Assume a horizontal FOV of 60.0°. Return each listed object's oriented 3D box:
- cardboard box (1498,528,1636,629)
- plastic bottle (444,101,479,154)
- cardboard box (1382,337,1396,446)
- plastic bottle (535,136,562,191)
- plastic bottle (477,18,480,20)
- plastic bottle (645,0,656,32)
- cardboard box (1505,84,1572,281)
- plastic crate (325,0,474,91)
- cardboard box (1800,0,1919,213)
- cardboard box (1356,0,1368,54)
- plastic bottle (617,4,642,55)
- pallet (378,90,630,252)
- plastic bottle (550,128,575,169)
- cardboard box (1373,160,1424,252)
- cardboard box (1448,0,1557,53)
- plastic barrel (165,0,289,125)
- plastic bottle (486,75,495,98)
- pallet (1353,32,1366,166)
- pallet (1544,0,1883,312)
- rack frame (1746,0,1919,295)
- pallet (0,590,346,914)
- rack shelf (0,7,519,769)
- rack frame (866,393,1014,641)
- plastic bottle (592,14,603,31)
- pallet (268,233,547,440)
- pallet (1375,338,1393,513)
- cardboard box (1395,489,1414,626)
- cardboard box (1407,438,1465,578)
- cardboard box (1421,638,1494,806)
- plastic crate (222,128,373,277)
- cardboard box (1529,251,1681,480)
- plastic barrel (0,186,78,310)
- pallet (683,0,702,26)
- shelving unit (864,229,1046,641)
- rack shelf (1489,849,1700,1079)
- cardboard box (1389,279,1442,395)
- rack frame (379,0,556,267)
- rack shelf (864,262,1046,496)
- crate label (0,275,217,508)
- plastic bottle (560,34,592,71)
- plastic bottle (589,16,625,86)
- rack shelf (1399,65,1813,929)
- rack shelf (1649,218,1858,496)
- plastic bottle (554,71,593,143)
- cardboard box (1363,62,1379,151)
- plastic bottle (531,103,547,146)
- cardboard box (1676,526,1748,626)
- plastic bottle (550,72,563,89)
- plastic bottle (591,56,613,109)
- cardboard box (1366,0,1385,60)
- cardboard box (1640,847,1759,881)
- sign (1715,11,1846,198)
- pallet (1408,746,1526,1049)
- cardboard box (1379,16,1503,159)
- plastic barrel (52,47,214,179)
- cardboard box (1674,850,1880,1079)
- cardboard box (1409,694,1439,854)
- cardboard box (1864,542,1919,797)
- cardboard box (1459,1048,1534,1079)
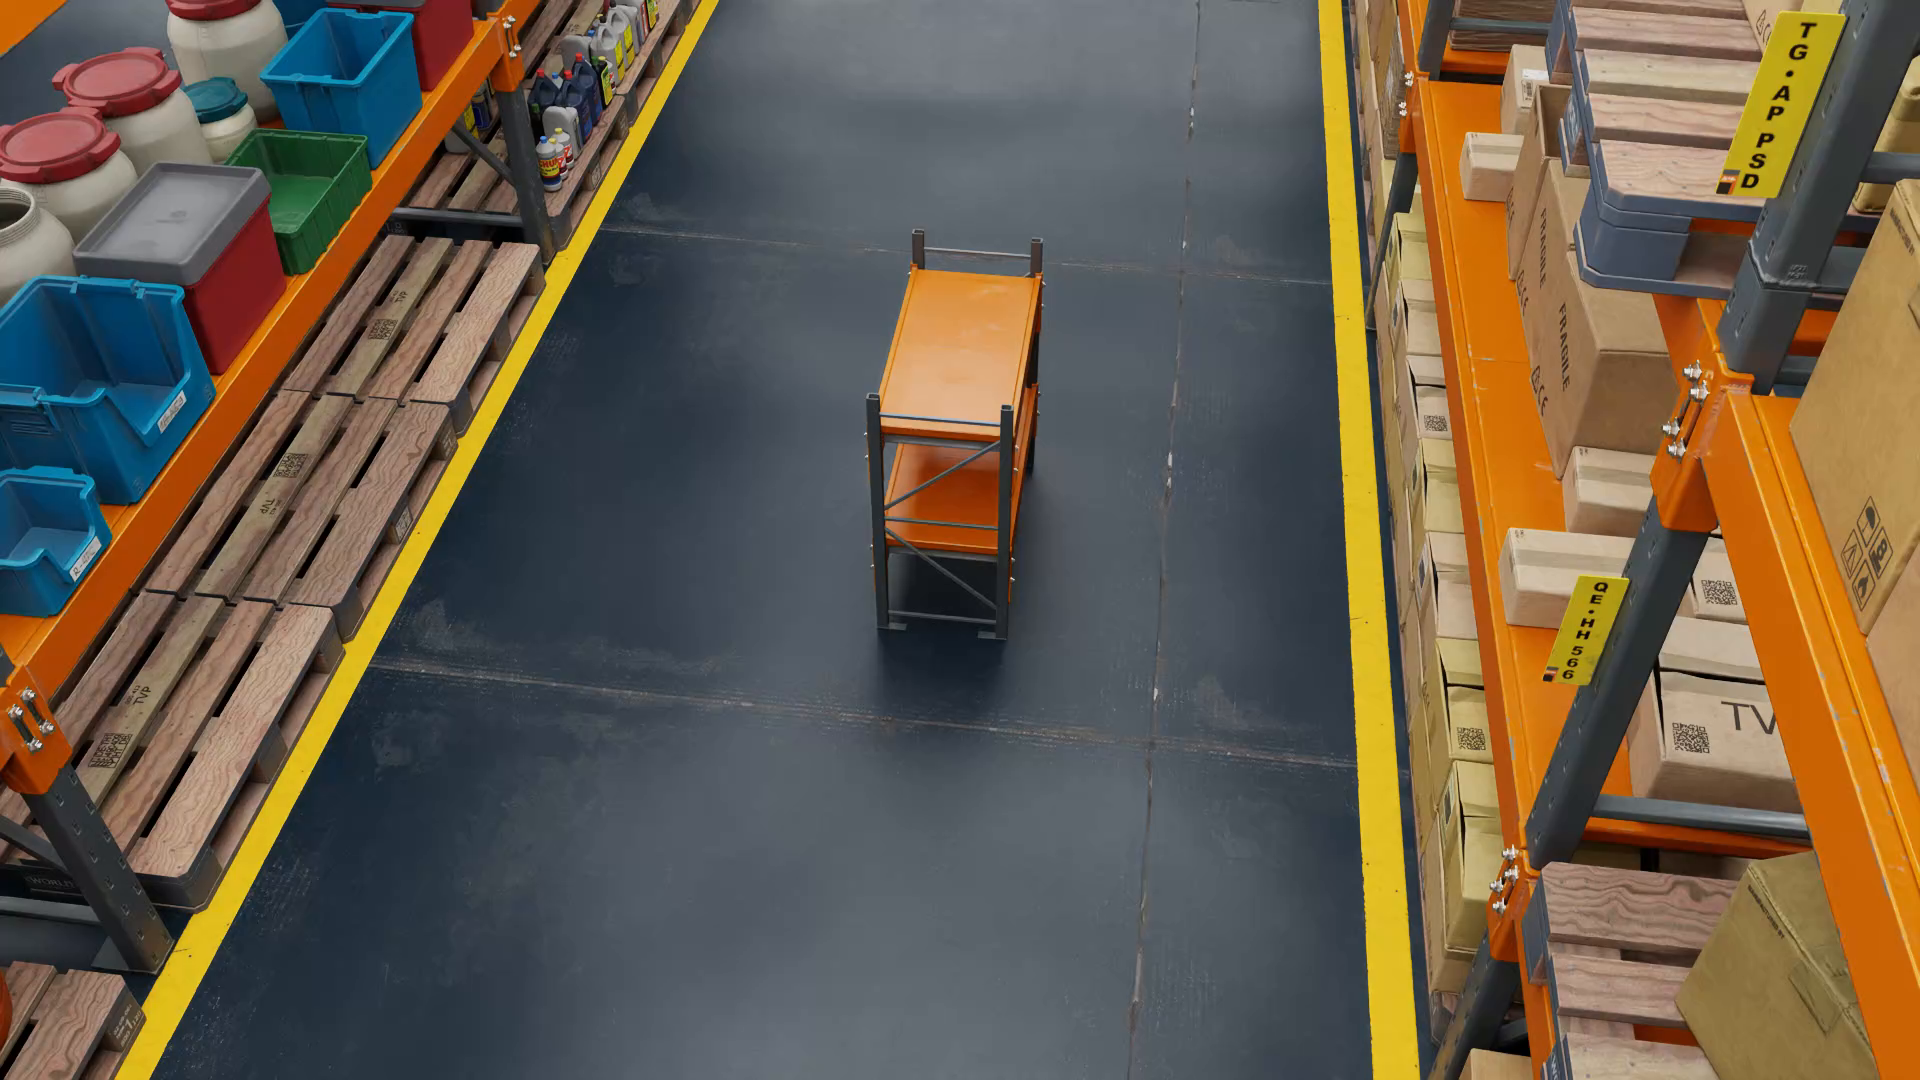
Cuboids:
[{"bbox_3d":[1.717,0.116,4.629,0.380,0.149,0.250,5,44,6],"label":"cardboard box"},{"bbox_3d":[-2.566,-2.166,8.463,0.144,0.351,0.185,5,44,6],"label":"plastic bottle"},{"bbox_3d":[2.033,-0.617,6.914,0.500,0.250,0.500,6,44,7],"label":"cardboard box"},{"bbox_3d":[-2.032,-1.863,8.200,0.097,0.271,0.097,0,43,0],"label":"plastic bottle"},{"bbox_3d":[-2.613,-2.764,9.152,0.097,0.271,0.097,0,43,0],"label":"plastic bottle"},{"bbox_3d":[-1.785,-3.043,9.438,0.061,0.283,0.133,6,44,7],"label":"plastic bottle"},{"bbox_3d":[2.214,-1.219,5.783,0.500,0.500,0.500,8,44,9],"label":"cardboard box"},{"bbox_3d":[-2.269,-2.182,6.826,0.402,0.464,0.583,5,44,6],"label":"plastic crate"},{"bbox_3d":[1.877,-0.839,3.076,0.500,0.250,0.500,2,43,2],"label":"cardboard box"},{"bbox_3d":[2.510,-2.916,9.343,0.500,0.250,0.500,5,44,6],"label":"cardboard box"},{"bbox_3d":[-1.866,-2.858,9.247,0.152,0.276,0.135,4,44,4],"label":"plastic bottle"},{"bbox_3d":[-2.378,-1.958,8.664,1.003,0.211,1.213,5,44,6],"label":"pallet"},{"bbox_3d":[-2.005,-1.976,8.370,0.097,0.201,0.097,0,43,0],"label":"plastic bottle"},{"bbox_3d":[2.246,-1.553,7.903,0.500,0.250,0.500,5,44,6],"label":"cardboard box"},{"bbox_3d":[2.454,-2.403,7.033,0.700,0.500,0.500,4,44,4],"label":"cardboard box"},{"bbox_3d":[-2.852,-1.933,6.511,0.433,0.535,0.433,0,43,0],"label":"plastic barrel"},{"bbox_3d":[-2.536,-2.514,8.879,0.061,0.283,0.133,5,44,6],"label":"plastic bottle"},{"bbox_3d":[2.707,-2.423,9.155,1.003,0.211,1.213,5,44,6],"label":"pallet"},{"bbox_3d":[1.874,-0.829,3.399,1.213,0.211,1.003,7,44,7],"label":"pallet"},{"bbox_3d":[1.872,-1.516,1.806,1.000,3.000,0.127,5,44,6],"label":"rack frame"},{"bbox_3d":[-2.896,0.698,5.859,1.003,0.211,1.213,5,44,6],"label":"pallet"},{"bbox_3d":[-2.773,-0.892,6.034,1.077,0.370,4.000,5,44,6],"label":"rack shelf"},{"bbox_3d":[-0.068,-0.057,5.992,0.500,1.125,0.032,5,44,6],"label":"rack frame"},{"bbox_3d":[-1.993,-2.829,9.272,0.097,0.201,0.097,0,43,0],"label":"plastic bottle"},{"bbox_3d":[-2.574,-0.965,7.616,1.003,0.211,1.213,5,44,6],"label":"pallet"},{"bbox_3d":[2.342,-0.545,7.172,1.003,0.211,1.213,5,44,6],"label":"pallet"},{"bbox_3d":[1.899,0.083,6.175,0.500,0.250,0.500,6,44,6],"label":"cardboard box"},{"bbox_3d":[1.898,-0.114,5.976,0.500,0.311,0.500,6,44,7],"label":"cardboard box"},{"bbox_3d":[1.760,0.571,5.252,0.500,0.311,0.500,5,44,5],"label":"cardboard box"},{"bbox_3d":[-2.459,-1.227,6.018,0.450,0.188,0.662,5,44,6],"label":"plastic crate"},{"bbox_3d":[2.078,-0.519,5.043,0.500,0.500,0.500,3,44,3],"label":"cardboard box"},{"bbox_3d":[-3.057,-0.838,5.372,0.421,0.512,0.421,0,43,0],"label":"plastic barrel"},{"bbox_3d":[-2.055,-3.620,10.420,1.003,0.211,1.213,5,44,6],"label":"pallet"},{"bbox_3d":[-0.001,-0.404,6.358,0.538,1.125,1.048,5,44,6],"label":"shelving unit"},{"bbox_3d":[1.608,2.287,2.676,1.077,0.370,4.000,5,44,6],"label":"rack shelf"},{"bbox_3d":[2.028,-0.821,6.722,0.500,0.311,0.500,5,44,5],"label":"cardboard box"},{"bbox_3d":[-2.508,-2.516,7.226,1.000,3.000,0.127,5,44,6],"label":"rack frame"},{"bbox_3d":[-0.001,-0.616,6.157,0.538,0.278,1.000,5,44,6],"label":"rack shelf"},{"bbox_3d":[-2.638,-0.455,5.024,0.502,0.435,0.616,5,44,6],"label":"crate label"},{"bbox_3d":[-2.059,-2.614,8.990,0.152,0.276,0.135,5,44,6],"label":"plastic bottle"},{"bbox_3d":[-1.909,-2.645,8.968,0.144,0.351,0.185,5,44,5],"label":"plastic bottle"},{"bbox_3d":[2.137,-0.439,5.555,1.077,0.370,4.000,5,44,6],"label":"rack shelf"},{"bbox_3d":[2.137,-1.528,4.524,1.077,0.370,4.000,5,44,6],"label":"rack shelf"},{"bbox_3d":[-1.990,-2.226,8.526,0.144,0.351,0.185,6,44,7],"label":"plastic bottle"},{"bbox_3d":[2.373,-2.235,8.623,0.500,0.250,0.500,5,44,6],"label":"cardboard box"},{"bbox_3d":[-2.122,-2.099,8.441,0.061,0.283,0.133,5,44,6],"label":"plastic bottle"},{"bbox_3d":[2.183,0.103,4.524,0.500,0.311,0.500,5,44,5],"label":"cardboard box"},{"bbox_3d":[-2.091,-2.307,8.670,0.097,0.271,0.097,0,43,0],"label":"plastic bottle"},{"bbox_3d":[-1.902,-2.439,8.800,0.061,0.283,0.133,7,44,7],"label":"plastic bottle"},{"bbox_3d":[2.438,-2.849,8.726,0.500,0.500,0.500,5,44,6],"label":"cardboard box"},{"bbox_3d":[2.233,0.975,4.825,0.500,0.311,0.500,7,44,7],"label":"cardboard box"},{"bbox_3d":[1.323,-0.699,2.691,0.100,0.325,0.005,5,44,6],"label":"sign"},{"bbox_3d":[2.020,1.118,5.416,1.003,0.211,1.213,5,44,6],"label":"pallet"},{"bbox_3d":[2.324,-2.165,8.004,0.500,0.500,0.500,5,44,6],"label":"cardboard box"},{"bbox_3d":[-2.949,-1.433,5.983,0.433,0.535,0.433,0,43,0],"label":"plastic barrel"},{"bbox_3d":[1.901,0.913,3.226,0.700,0.500,0.500,-8,44,-9],"label":"cardboard box"},{"bbox_3d":[1.765,0.776,5.443,0.500,0.250,0.500,5,44,5],"label":"cardboard box"},{"bbox_3d":[1.781,0.185,2.118,0.910,0.500,0.500,5,44,6],"label":"cardboard box"},{"bbox_3d":[1.529,1.695,4.276,0.500,0.500,0.500,7,44,7],"label":"cardboard box"}]
